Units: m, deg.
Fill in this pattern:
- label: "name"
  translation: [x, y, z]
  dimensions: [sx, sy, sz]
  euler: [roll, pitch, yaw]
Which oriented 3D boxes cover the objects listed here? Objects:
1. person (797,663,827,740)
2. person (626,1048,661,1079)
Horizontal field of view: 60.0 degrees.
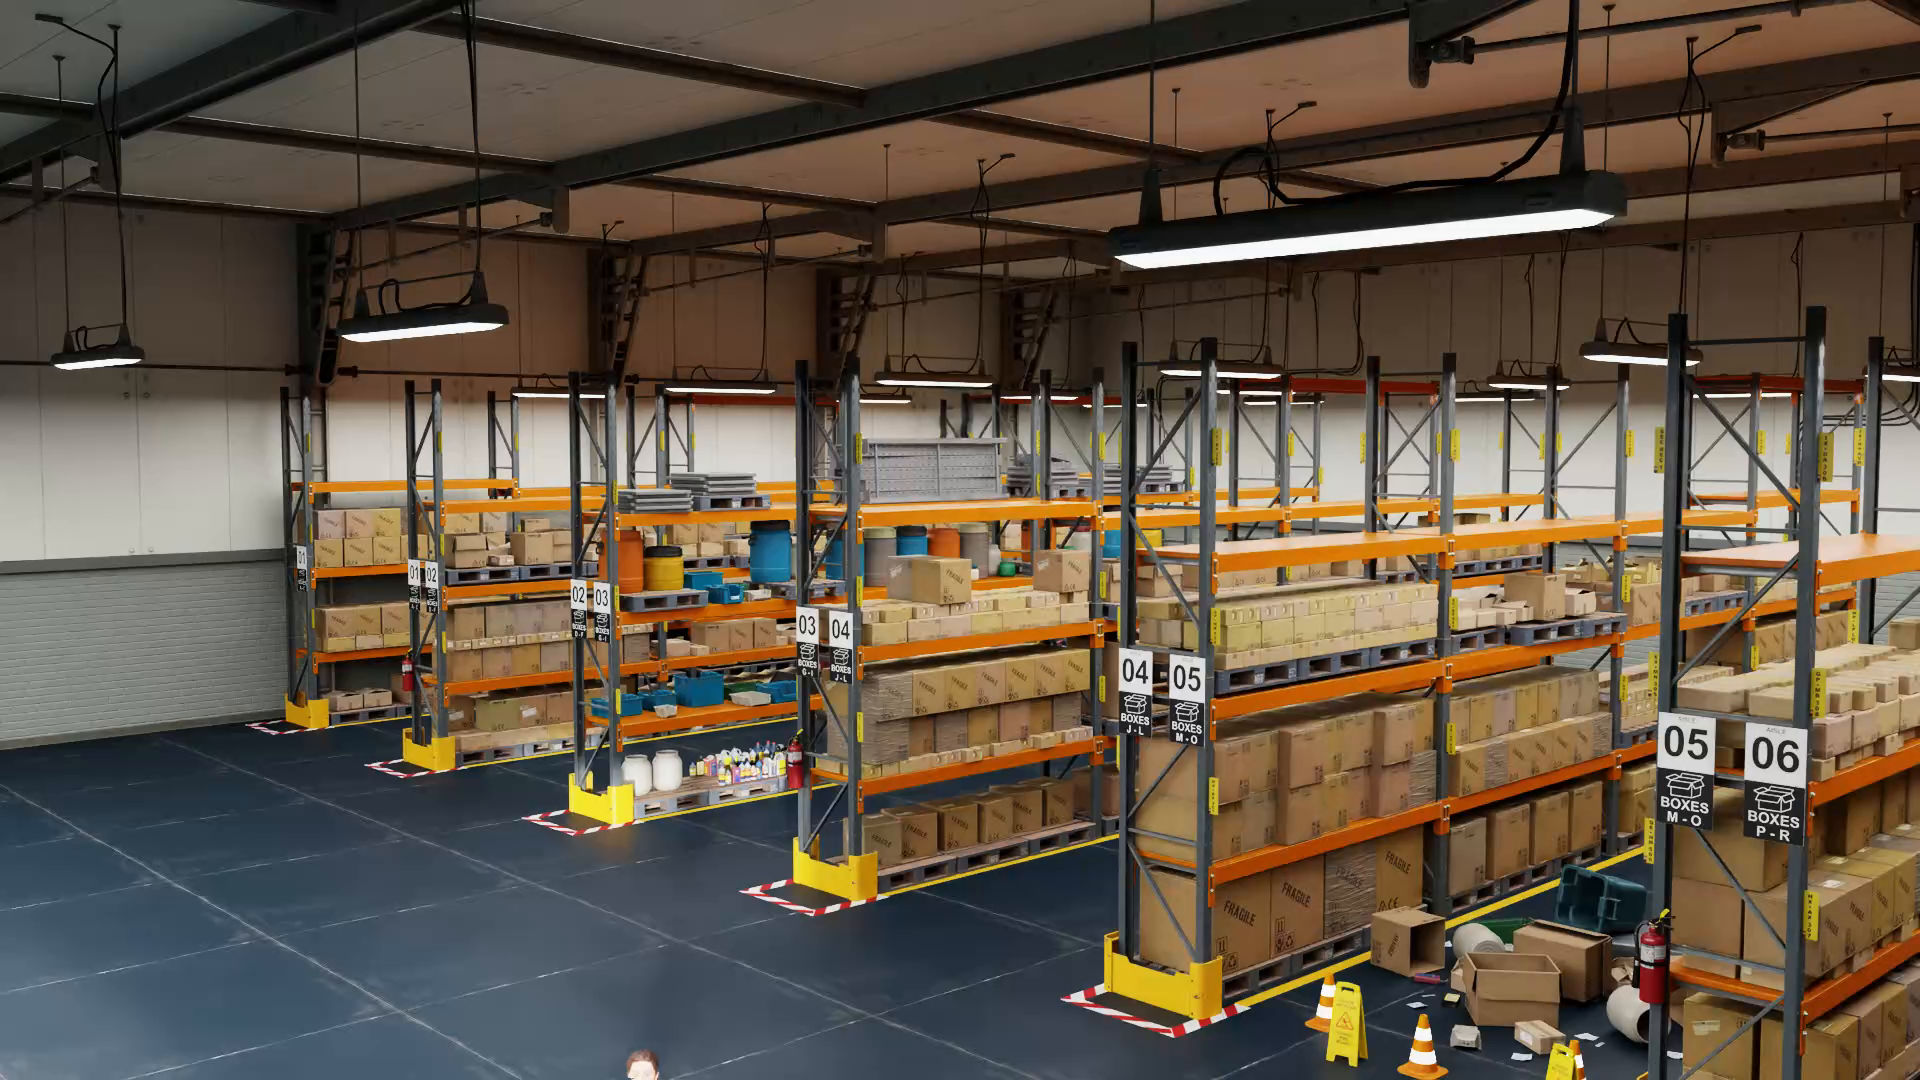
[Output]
- label: "person"
  translation: [-2.456, 2.587, 27.739]
  dimensions: [0.543, 1.574, 0.877]
  euler: [3, 5, 37]
- label: "person"
  translation: [-1.811, 3.734, 9.537]
  dimensions: [0.579, 1.669, 0.879]
  euler: [0, 4, -4]
